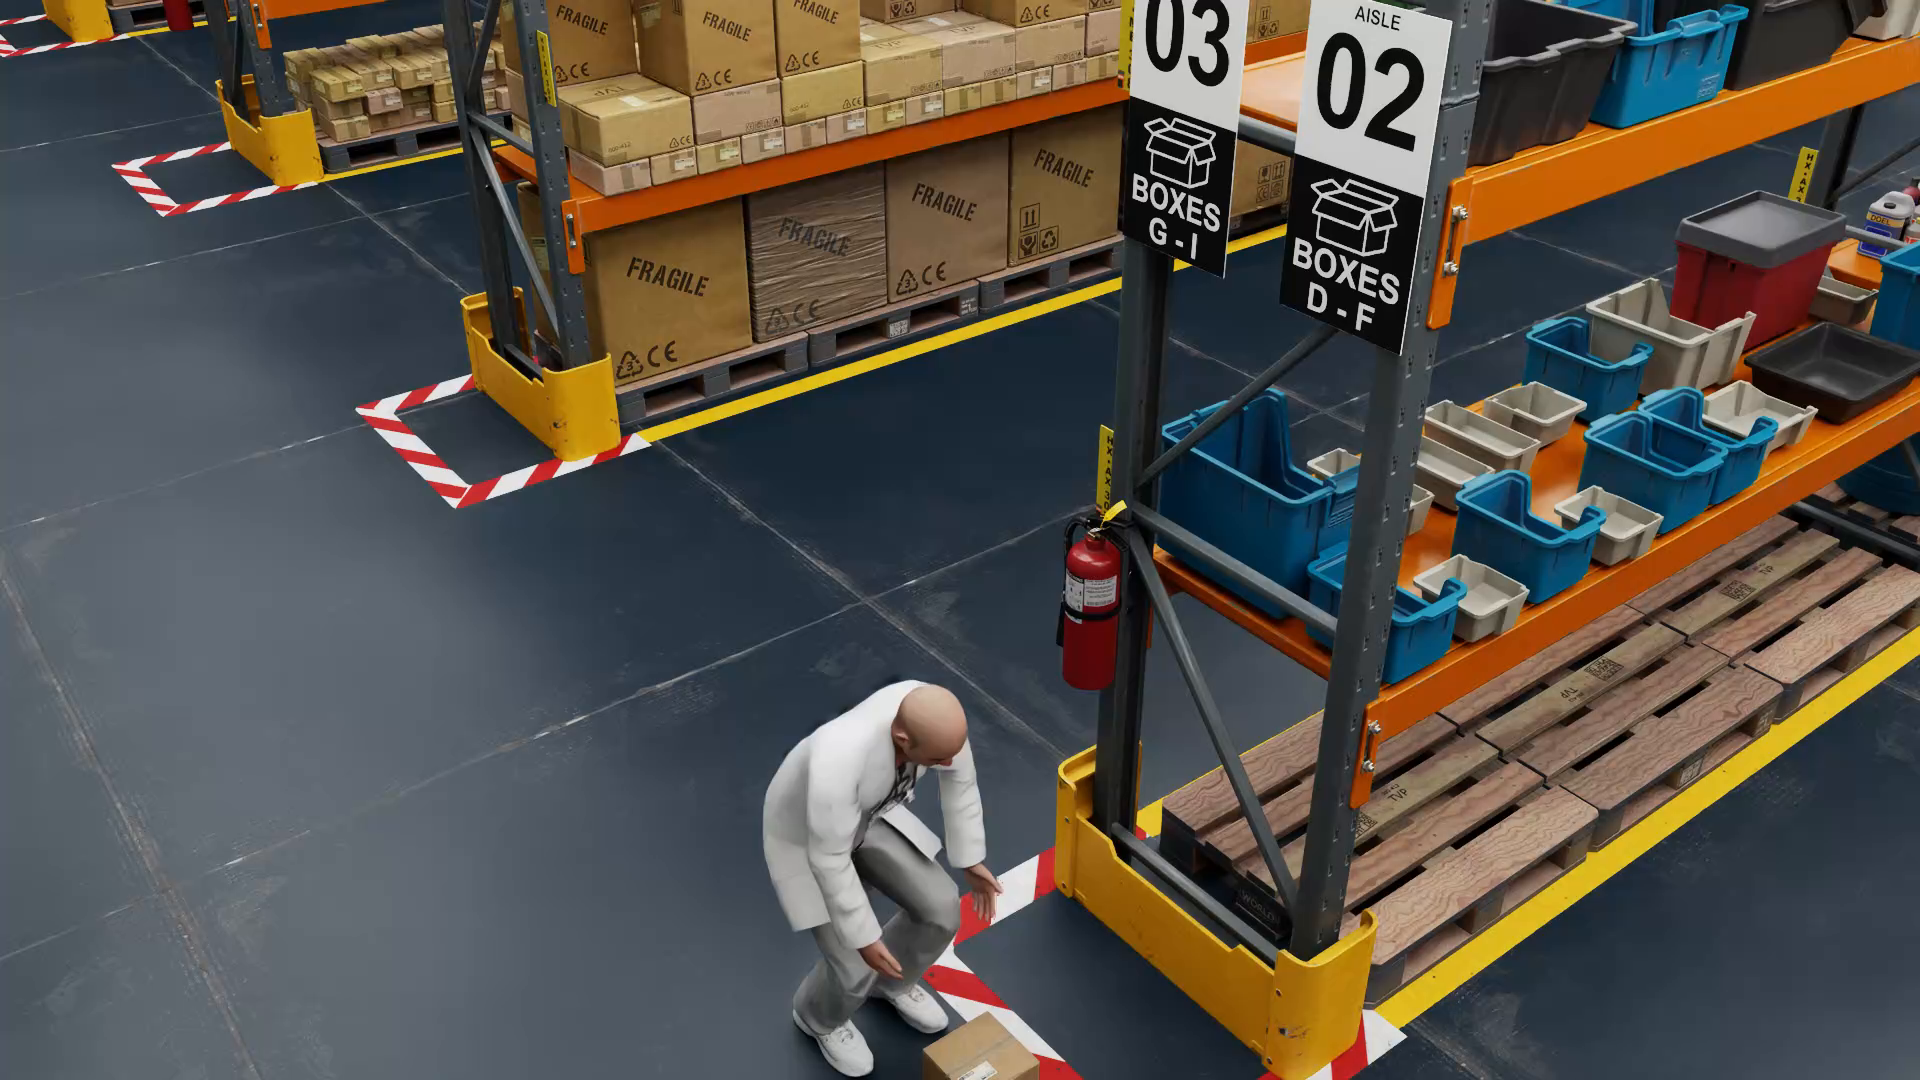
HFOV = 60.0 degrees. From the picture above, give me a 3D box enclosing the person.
[{"bbox_3d":[-0.252,0.930,4.961,0.631,1.453,0.701,-27,41,-36],"label":"person"}]
